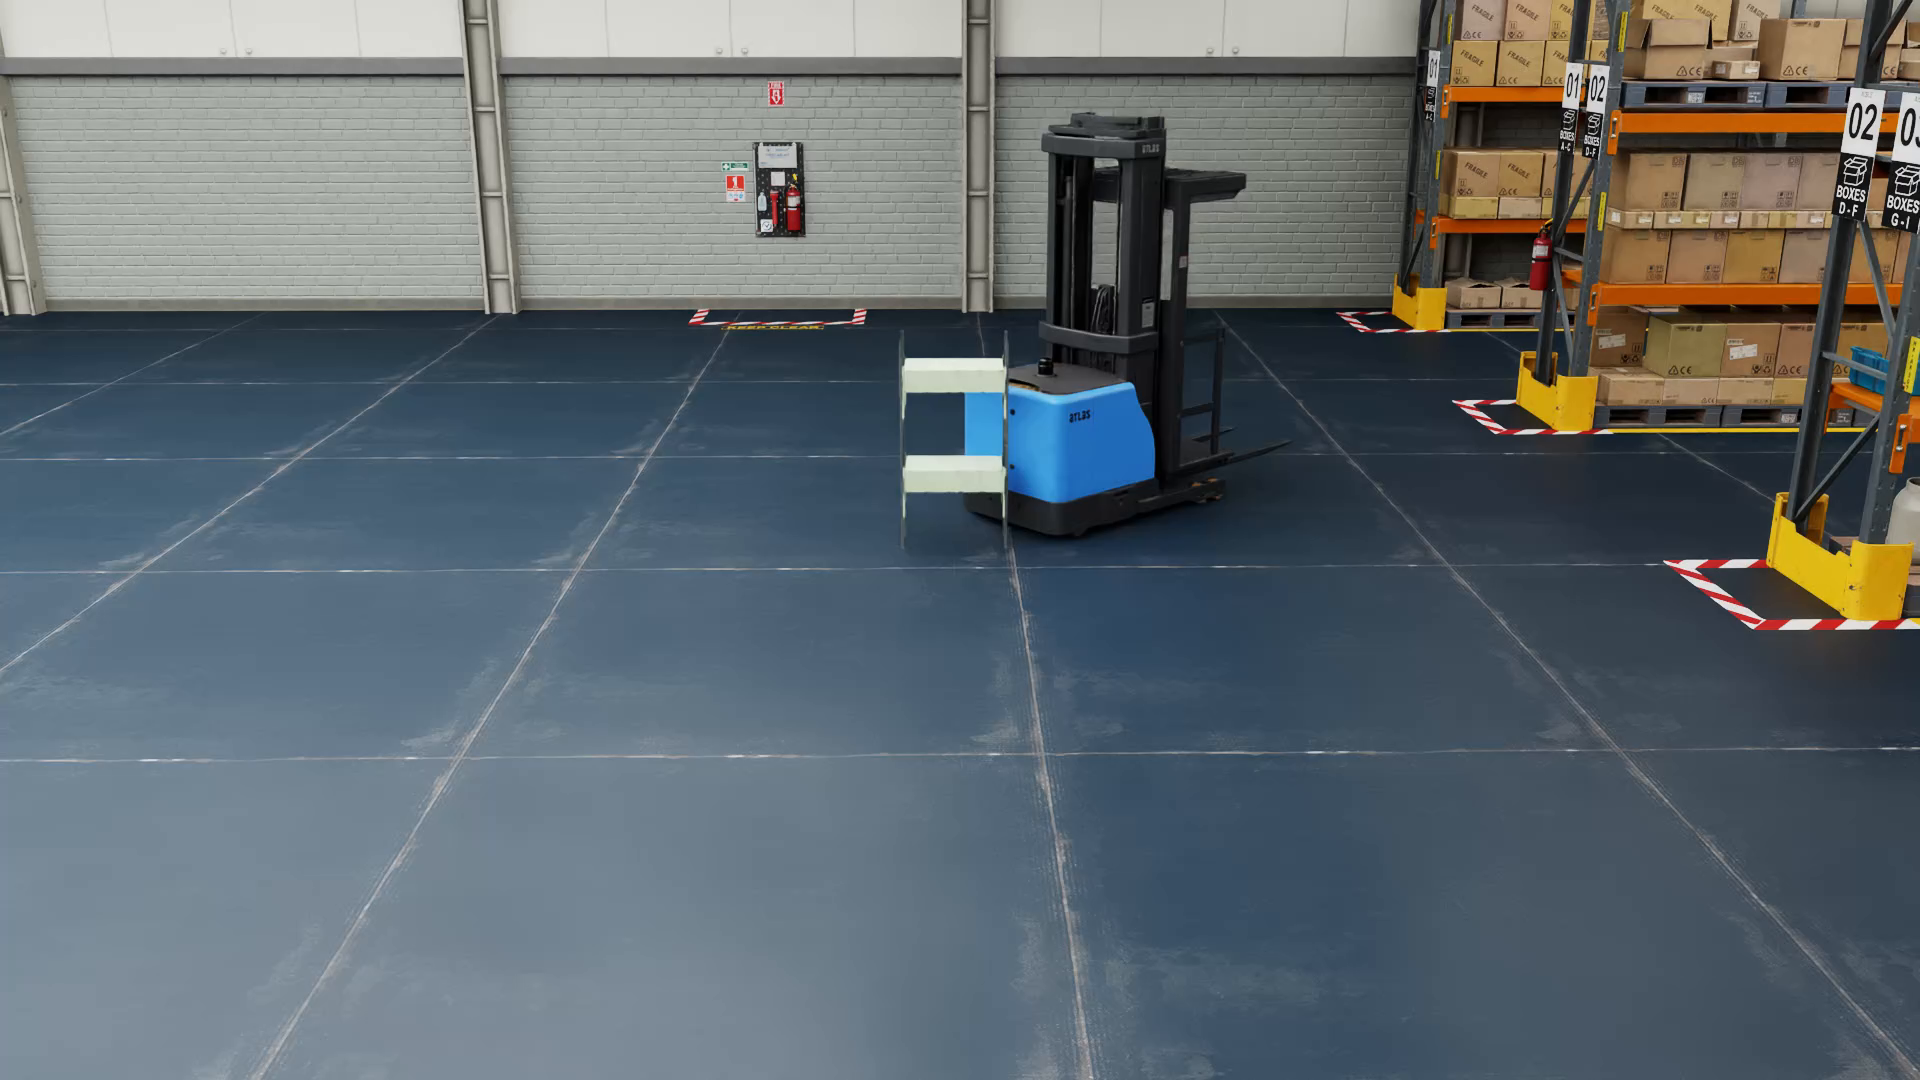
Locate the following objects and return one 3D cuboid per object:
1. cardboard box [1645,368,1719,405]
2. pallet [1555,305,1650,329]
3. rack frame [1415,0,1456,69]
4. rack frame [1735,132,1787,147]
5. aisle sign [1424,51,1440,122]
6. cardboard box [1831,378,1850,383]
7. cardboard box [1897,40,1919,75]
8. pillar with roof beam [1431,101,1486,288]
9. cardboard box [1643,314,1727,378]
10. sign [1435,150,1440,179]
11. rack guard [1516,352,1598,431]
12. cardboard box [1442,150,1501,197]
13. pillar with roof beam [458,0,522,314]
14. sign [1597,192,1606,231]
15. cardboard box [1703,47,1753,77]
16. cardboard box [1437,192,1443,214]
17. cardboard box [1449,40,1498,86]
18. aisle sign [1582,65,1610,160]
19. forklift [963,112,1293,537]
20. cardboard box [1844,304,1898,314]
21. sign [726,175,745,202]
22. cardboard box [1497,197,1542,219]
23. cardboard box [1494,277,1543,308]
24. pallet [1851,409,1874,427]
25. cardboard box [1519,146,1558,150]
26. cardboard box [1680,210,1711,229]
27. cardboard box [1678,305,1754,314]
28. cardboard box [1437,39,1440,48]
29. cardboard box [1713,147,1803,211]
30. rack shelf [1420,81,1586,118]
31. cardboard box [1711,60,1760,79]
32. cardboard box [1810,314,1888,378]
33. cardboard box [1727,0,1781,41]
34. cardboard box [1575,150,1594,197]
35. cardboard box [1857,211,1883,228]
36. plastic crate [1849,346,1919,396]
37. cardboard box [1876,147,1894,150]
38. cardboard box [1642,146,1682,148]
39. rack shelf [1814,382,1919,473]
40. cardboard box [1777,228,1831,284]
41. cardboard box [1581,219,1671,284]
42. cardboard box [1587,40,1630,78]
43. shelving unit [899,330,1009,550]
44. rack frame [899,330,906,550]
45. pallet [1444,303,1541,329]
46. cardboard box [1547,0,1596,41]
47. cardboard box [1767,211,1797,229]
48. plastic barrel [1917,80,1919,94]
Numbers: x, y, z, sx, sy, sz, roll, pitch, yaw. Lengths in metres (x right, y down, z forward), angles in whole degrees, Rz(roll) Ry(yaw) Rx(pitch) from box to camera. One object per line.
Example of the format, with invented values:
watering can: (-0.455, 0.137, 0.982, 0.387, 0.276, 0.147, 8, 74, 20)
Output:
cardboard box: (6.657, -1.426, 15.396, 0.500, 0.250, 0.500, 0, 18, -1)
pallet: (7.641, -2.781, 20.370, 1.213, 0.211, 1.003, 0, 18, -1)
rack frame: (5.535, -6.967, 19.033, 0.127, 3.000, 1.000, 0, 18, -1)
rack frame: (9.534, -4.129, 20.009, 0.127, 3.000, 1.000, 0, 18, -1)
aisle sign: (5.468, -5.256, 19.265, 0.004, 0.787, 0.394, 0, 18, -1)
cardboard box: (8.156, -1.432, 15.414, 0.500, 0.250, 0.500, 0, 18, -1)
cardboard box: (8.569, -4.344, 14.998, 0.500, 0.311, 0.500, -1, 18, -4)
pillar with roof beam: (6.289, -5.919, 15.768, 0.400, 9.000, 9.100, 0, 18, -1)
cardboard box: (6.657, -1.783, 15.280, 0.500, 0.500, 0.500, 0, 18, -1)
sign: (5.544, -4.357, 19.300, 0.005, 0.325, 0.100, 0, 18, -1)
rack guard: (5.593, -1.407, 15.614, 0.348, 0.500, 1.175, 0, 18, -1)
cardboard box: (6.017, -4.316, 19.576, 0.500, 0.500, 0.500, 0, 18, -1)
pillar with roof beam: (-5.709, -5.862, 15.588, 0.400, 9.000, 9.100, 0, 18, -1)
sign: (5.620, -2.877, 14.560, 0.005, 0.325, 0.100, 0, 18, -1)
cardboard box: (6.764, -4.307, 14.980, 0.500, 0.250, 0.500, 0, 18, -1)
cardboard box: (5.999, -4.110, 20.161, 0.500, 0.250, 0.500, 0, 18, 0)
cardboard box: (5.873, -5.521, 19.240, 0.500, 0.500, 0.500, 0, 18, 1)
aisle sign: (5.556, -3.741, 14.543, 0.004, 0.787, 0.394, 0, 18, -1)
forklift: (1.450, -1.777, 12.790, 3.031, 2.935, 1.130, -16, 24, -40)
cardboard box: (8.648, -1.953, 15.810, 0.500, 0.500, 0.500, 0, 18, -1)
sign: (-2.804, -4.394, 20.777, 0.234, 0.329, 0.001, 0, 18, -1)
cardboard box: (6.547, -3.960, 19.696, 0.500, 0.250, 0.500, -1, 18, -3)
cardboard box: (6.798, -3.018, 20.226, 0.500, 0.311, 0.500, 1, 18, 4)
pallet: (8.821, -1.298, 15.747, 1.213, 0.211, 1.003, 0, 18, -1)
cardboard box: (7.023, -4.476, 20.074, 0.500, 0.500, 0.500, -1, 18, -2)
cardboard box: (6.526, -2.893, 14.928, 0.250, 0.149, 0.380, 0, 18, -1)
cardboard box: (7.148, -1.948, 15.795, 0.500, 0.500, 0.500, 0, 18, -1)
cardboard box: (5.948, -5.675, 19.720, 0.500, 0.500, 0.500, 1, 18, 3)
cardboard box: (7.167, -3.268, 15.037, 0.500, 0.500, 0.700, 0, 18, -1)
rack shelf: (7.535, -5.205, 19.631, 4.000, 0.370, 1.077, 0, 18, -1)
cardboard box: (6.796, -4.124, 14.577, 0.250, 0.149, 0.380, 0, 18, -1)
cardboard box: (8.156, -1.793, 15.312, 0.500, 0.500, 0.500, 0, 18, -1)
cardboard box: (9.038, -6.006, 19.114, 0.500, 0.500, 0.500, -2, 18, -6)
cardboard box: (7.544, -4.322, 19.594, 0.500, 0.500, 0.500, 0, 18, 1)
cardboard box: (8.078, -2.900, 14.953, 0.250, 0.149, 0.380, 0, 18, 1)
plastic crate: (6.187, -1.107, 10.832, 0.616, 0.251, 0.499, 0, 18, -1)
cardboard box: (8.668, -3.275, 15.058, 0.500, 0.500, 0.700, 0, 18, -1)
cardboard box: (8.544, -4.485, 20.102, 0.500, 0.500, 0.500, 0, 18, -1)
rack shelf: (7.691, -0.751, 10.657, 4.000, 0.370, 1.077, 0, 18, -1)
cardboard box: (7.632, -2.651, 15.238, 0.500, 0.500, 0.700, 0, 18, 1)
cardboard box: (6.084, -2.643, 15.212, 0.500, 0.500, 0.700, 0, 18, -1)
cardboard box: (7.465, -5.525, 19.254, 0.500, 0.500, 0.500, 1, 18, 3)
shelving unit: (-0.042, -0.706, 11.793, 0.755, 1.500, 0.431, 0, 18, 0)
rack frame: (-0.408, -0.706, 11.792, 0.023, 1.500, 0.400, 0, 18, 0)
pallet: (6.424, -2.776, 20.355, 1.213, 0.211, 1.003, 0, 18, -1)
cardboard box: (6.939, -5.992, 19.072, 0.500, 0.500, 0.500, 0, 18, 1)
cardboard box: (7.300, -2.897, 14.941, 0.250, 0.149, 0.380, -1, 18, -2)
plastic barrel: (6.175, -2.958, 10.057, 0.708, 0.830, 0.600, 0, 18, -1)
